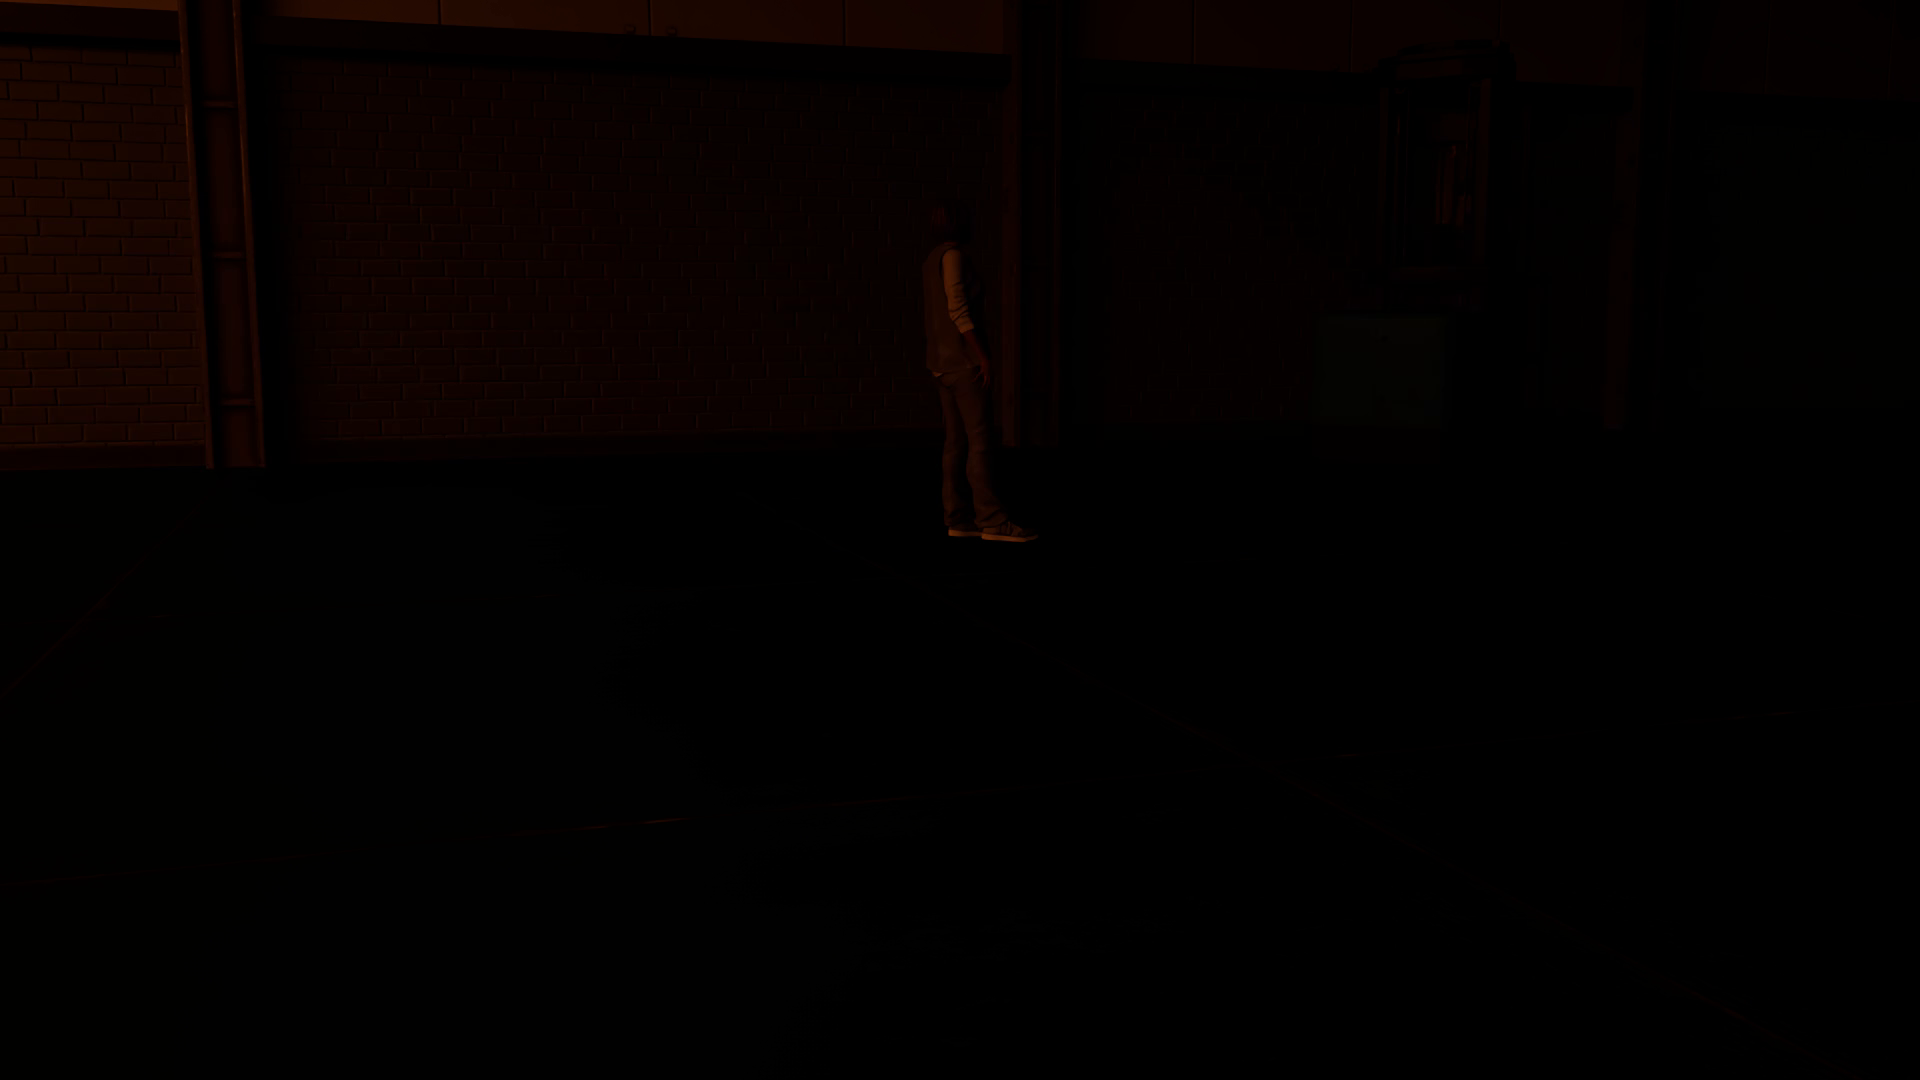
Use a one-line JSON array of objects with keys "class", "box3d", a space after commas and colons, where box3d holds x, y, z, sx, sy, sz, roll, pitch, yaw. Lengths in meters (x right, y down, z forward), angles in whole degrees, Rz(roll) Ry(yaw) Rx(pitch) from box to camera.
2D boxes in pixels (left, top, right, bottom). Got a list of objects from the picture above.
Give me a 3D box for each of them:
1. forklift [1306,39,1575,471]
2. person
[{"class": "forklift", "box3d": [3.723, -2.062, 12.208, 1.130, 2.935, 3.031, 6, 10, 38]}, {"class": "person", "box3d": [0.074, -0.800, 7.825, 0.475, 1.597, 0.520, -3, 8, -18]}]
